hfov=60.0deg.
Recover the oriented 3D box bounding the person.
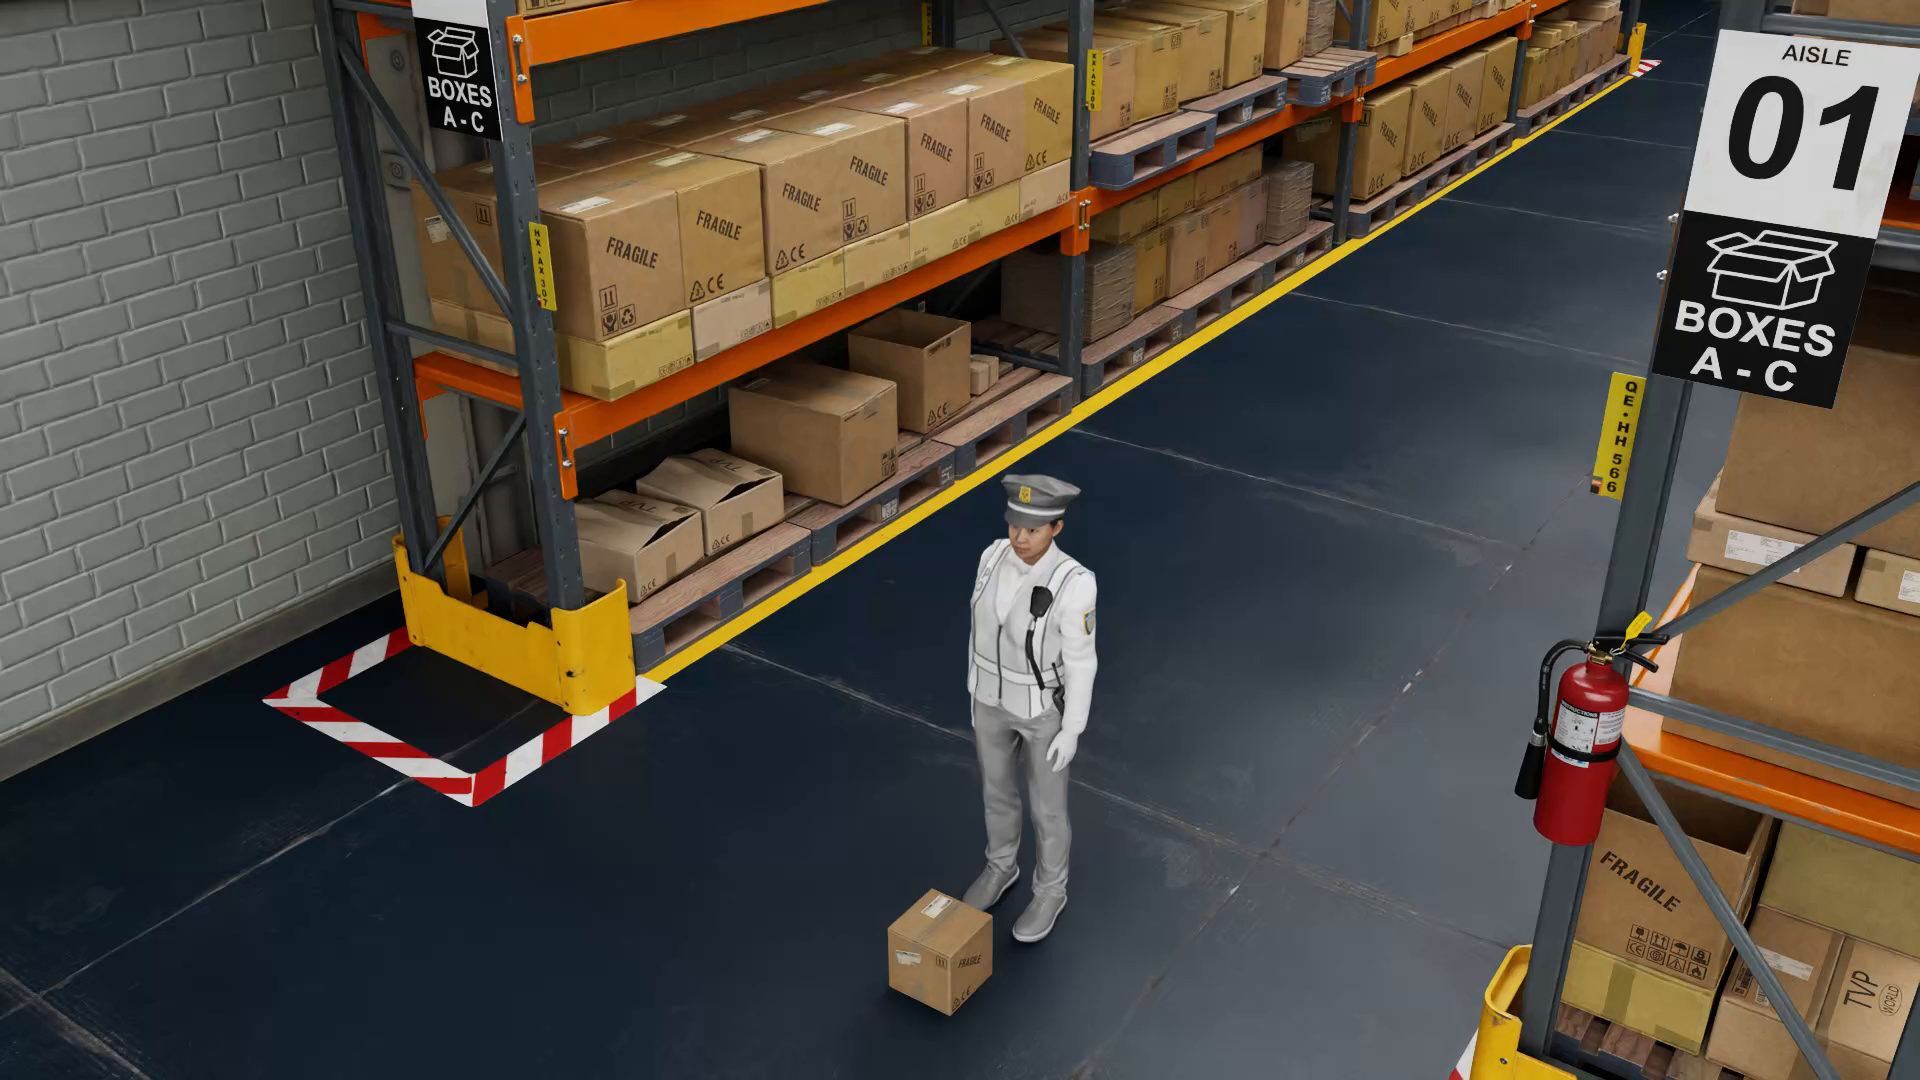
[{"bbox_3d":[0.222,0.561,5.514,0.475,1.707,0.344,18,32,31],"label":"person"}]
